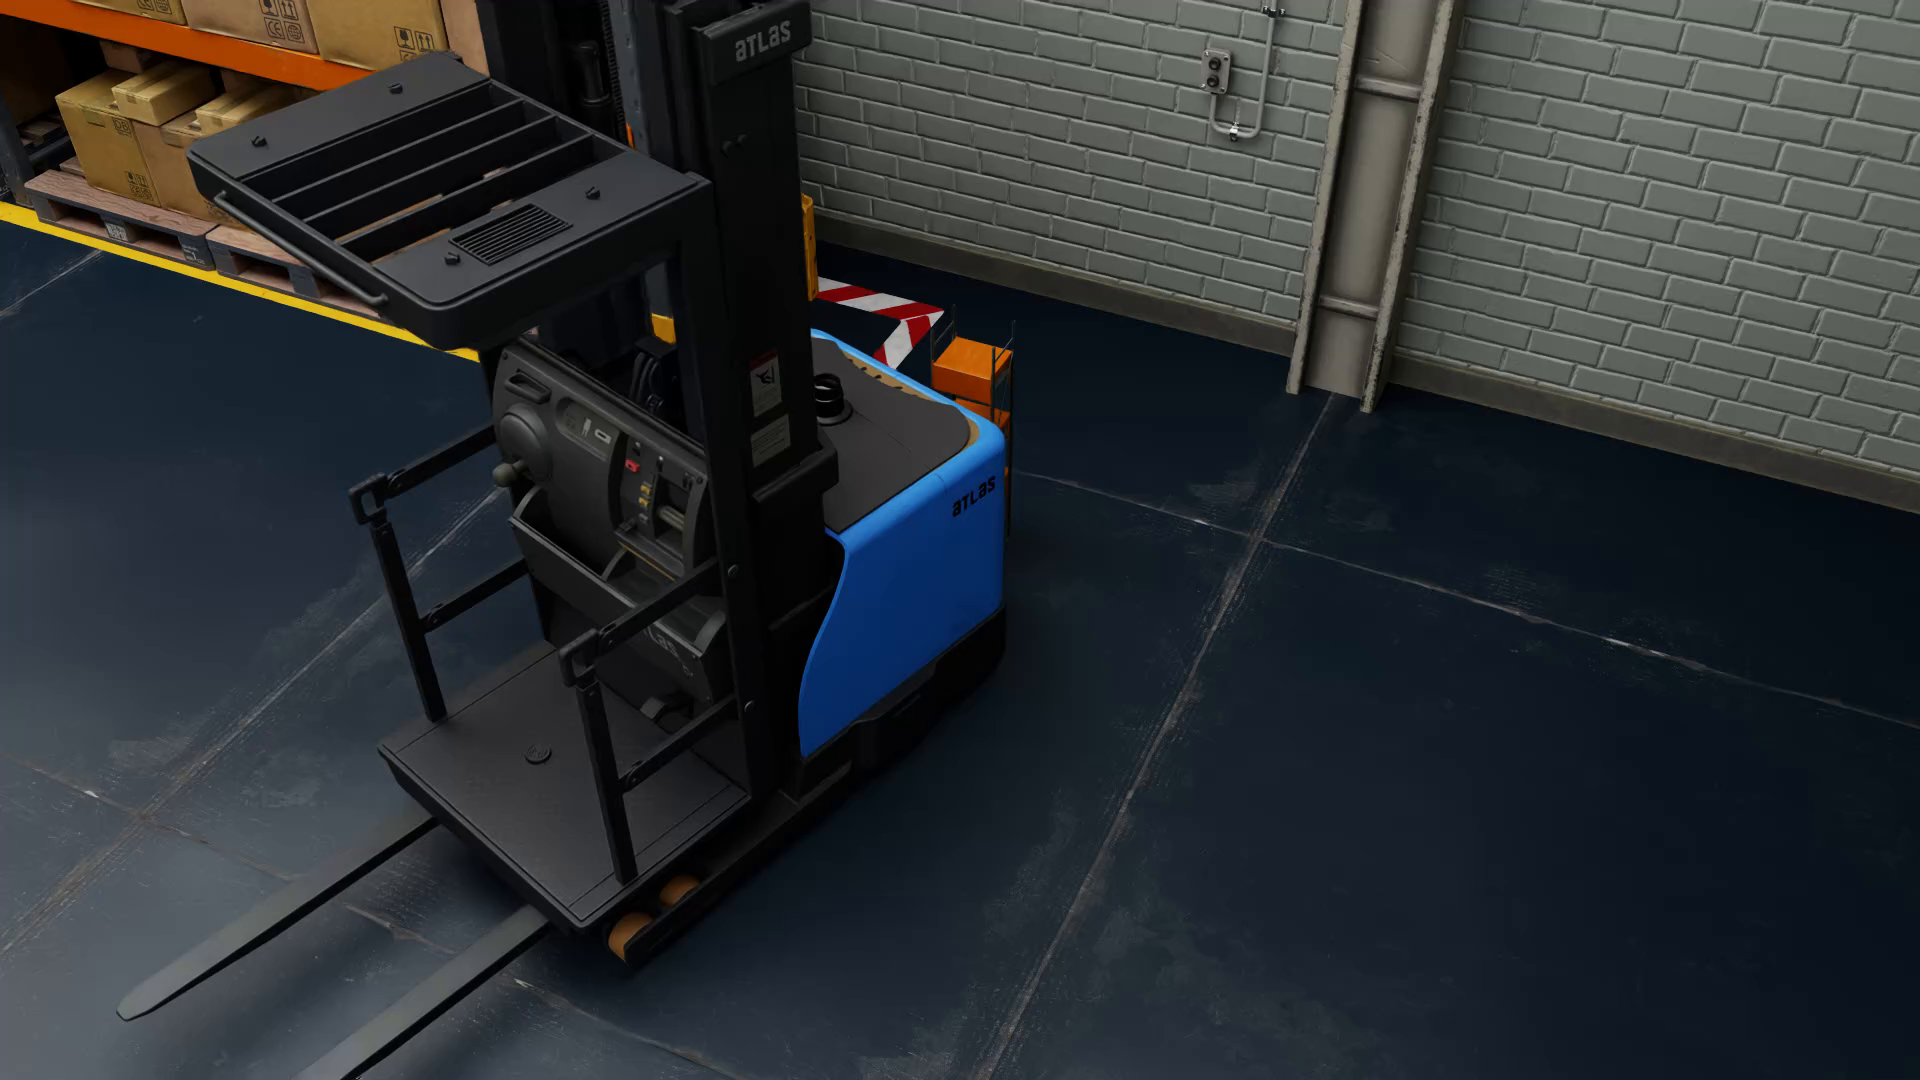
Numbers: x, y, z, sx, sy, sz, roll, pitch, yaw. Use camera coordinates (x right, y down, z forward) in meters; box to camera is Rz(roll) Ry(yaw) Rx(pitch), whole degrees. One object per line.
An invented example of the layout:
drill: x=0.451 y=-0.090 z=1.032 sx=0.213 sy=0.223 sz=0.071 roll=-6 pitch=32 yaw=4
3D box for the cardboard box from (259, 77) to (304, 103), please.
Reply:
cardboard box: x=-3.187 y=-2.245 z=8.143 sx=0.250 sy=0.149 sz=0.380 roll=17 pitch=44 yaw=19

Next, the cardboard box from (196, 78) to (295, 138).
cardboard box: x=-3.379 y=-2.027 z=7.891 sx=0.250 sy=0.149 sz=0.380 roll=16 pitch=43 yaw=17

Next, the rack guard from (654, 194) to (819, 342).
rack guard: x=-1.073 y=-1.125 z=7.666 sx=0.348 sy=0.500 sz=1.175 roll=17 pitch=44 yaw=19

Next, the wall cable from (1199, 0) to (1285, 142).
wall cable: x=0.465 y=-2.667 z=6.761 sx=1.851 sy=1.984 sz=0.084 roll=17 pitch=44 yaw=19

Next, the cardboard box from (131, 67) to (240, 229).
cardboard box: x=-3.632 y=-1.989 z=8.342 sx=0.500 sy=0.500 sz=0.700 roll=17 pitch=44 yaw=18

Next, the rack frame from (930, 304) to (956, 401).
rack frame: x=-0.062 y=-0.416 z=6.428 sx=0.008 sy=1.050 sz=0.200 roll=17 pitch=44 yaw=19

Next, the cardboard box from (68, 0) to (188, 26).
cardboard box: x=-3.576 y=-2.932 z=7.613 sx=0.700 sy=0.700 sz=0.980 roll=16 pitch=43 yaw=18

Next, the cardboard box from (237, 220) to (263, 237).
cardboard box: x=-3.167 y=-1.845 z=8.177 sx=0.500 sy=0.500 sz=0.700 roll=18 pitch=44 yaw=20

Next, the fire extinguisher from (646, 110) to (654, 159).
fire extinguisher: x=-1.153 y=-1.590 z=6.638 sx=0.183 sy=0.674 sz=0.296 roll=17 pitch=44 yaw=19

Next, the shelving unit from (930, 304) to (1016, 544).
shelving unit: x=0.048 y=-0.382 z=6.389 sx=0.252 sy=1.050 sz=0.215 roll=17 pitch=44 yaw=19

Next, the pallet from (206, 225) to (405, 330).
pallet: x=-2.954 y=-1.536 z=8.361 sx=1.213 sy=0.211 sz=1.003 roll=17 pitch=44 yaw=19

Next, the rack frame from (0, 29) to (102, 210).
rack frame: x=-4.720 y=-3.184 z=8.133 sx=0.127 sy=3.000 sz=1.000 roll=17 pitch=44 yaw=19

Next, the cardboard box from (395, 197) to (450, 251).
cardboard box: x=-2.225 y=-1.563 z=7.851 sx=0.500 sy=0.500 sz=0.700 roll=17 pitch=44 yaw=19

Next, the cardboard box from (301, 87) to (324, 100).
cardboard box: x=-2.953 y=-2.174 z=8.061 sx=0.250 sy=0.149 sz=0.380 roll=16 pitch=43 yaw=18

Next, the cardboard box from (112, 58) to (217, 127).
cardboard box: x=-3.852 y=-2.172 z=8.058 sx=0.250 sy=0.149 sz=0.380 roll=18 pitch=44 yaw=20

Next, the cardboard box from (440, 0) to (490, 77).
cardboard box: x=-1.561 y=-2.325 z=6.913 sx=0.700 sy=0.700 sz=0.980 roll=19 pitch=44 yaw=21

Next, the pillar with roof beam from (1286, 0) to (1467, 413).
pillar with roof beam: x=-0.102 y=-1.553 z=1.672 sx=0.400 sy=9.000 sz=9.100 roll=17 pitch=44 yaw=19

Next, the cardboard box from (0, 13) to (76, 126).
cardboard box: x=-5.364 y=-2.633 z=8.818 sx=0.750 sy=0.750 sz=0.750 roll=17 pitch=44 yaw=19

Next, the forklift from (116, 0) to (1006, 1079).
forklift: x=-1.193 y=-0.161 z=4.698 sx=1.130 sy=2.935 sz=3.031 roll=31 pitch=49 yaw=30

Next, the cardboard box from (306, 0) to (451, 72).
cardboard box: x=-2.225 y=-2.519 z=7.137 sx=0.700 sy=0.700 sz=0.980 roll=17 pitch=44 yaw=18

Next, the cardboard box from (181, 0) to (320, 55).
cardboard box: x=-2.912 y=-2.736 z=7.387 sx=0.700 sy=0.700 sz=0.980 roll=15 pitch=43 yaw=17

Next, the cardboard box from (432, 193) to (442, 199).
cardboard box: x=-2.197 y=-1.667 z=7.476 sx=0.250 sy=0.149 sz=0.380 roll=18 pitch=44 yaw=20

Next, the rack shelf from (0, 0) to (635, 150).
rack shelf: x=-2.907 y=-2.358 z=7.729 sx=4.000 sy=0.370 sz=1.077 roll=17 pitch=44 yaw=19

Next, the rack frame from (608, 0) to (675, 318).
rack frame: x=-1.095 y=-2.076 z=6.855 sx=0.127 sy=3.000 sz=1.000 roll=17 pitch=44 yaw=19

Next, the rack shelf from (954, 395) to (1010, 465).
rack shelf: x=0.048 y=-0.374 z=6.396 sx=0.240 sy=0.259 sz=0.215 roll=17 pitch=44 yaw=19

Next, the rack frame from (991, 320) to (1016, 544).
rack frame: x=0.159 y=-0.348 z=6.350 sx=0.008 sy=1.050 sz=0.200 roll=17 pitch=44 yaw=19

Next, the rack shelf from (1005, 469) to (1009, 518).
rack shelf: x=0.048 y=-0.164 z=6.578 sx=0.240 sy=0.259 sz=0.215 roll=17 pitch=44 yaw=19

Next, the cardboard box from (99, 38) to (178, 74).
cardboard box: x=-4.133 y=-2.533 z=8.475 sx=0.250 sy=0.149 sz=0.380 roll=17 pitch=44 yaw=18

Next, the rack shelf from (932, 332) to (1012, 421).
rack shelf: x=0.048 y=-0.588 z=6.210 sx=0.240 sy=0.259 sz=0.215 roll=17 pitch=44 yaw=19

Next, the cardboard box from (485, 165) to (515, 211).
cardboard box: x=-1.965 y=-1.597 z=7.395 sx=0.250 sy=0.149 sz=0.380 roll=16 pitch=44 yaw=18

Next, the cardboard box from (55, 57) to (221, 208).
cardboard box: x=-4.085 y=-2.130 z=8.505 sx=0.500 sy=0.500 sz=0.700 roll=18 pitch=44 yaw=19

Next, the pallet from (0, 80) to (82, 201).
pallet: x=-5.451 y=-2.299 z=9.241 sx=1.213 sy=0.211 sz=1.003 roll=17 pitch=44 yaw=19

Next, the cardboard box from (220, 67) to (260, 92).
cardboard box: x=-3.415 y=-2.316 z=8.224 sx=0.250 sy=0.149 sz=0.380 roll=16 pitch=43 yaw=17

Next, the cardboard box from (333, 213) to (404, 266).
cardboard box: x=-2.681 y=-1.702 z=8.011 sx=0.500 sy=0.500 sz=0.700 roll=16 pitch=43 yaw=17

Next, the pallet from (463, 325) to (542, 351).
pallet: x=-1.853 y=-1.197 z=7.970 sx=1.213 sy=0.211 sz=1.003 roll=17 pitch=44 yaw=19

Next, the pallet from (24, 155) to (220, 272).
pallet: x=-4.064 y=-1.873 z=8.750 sx=1.213 sy=0.211 sz=1.003 roll=17 pitch=44 yaw=19
